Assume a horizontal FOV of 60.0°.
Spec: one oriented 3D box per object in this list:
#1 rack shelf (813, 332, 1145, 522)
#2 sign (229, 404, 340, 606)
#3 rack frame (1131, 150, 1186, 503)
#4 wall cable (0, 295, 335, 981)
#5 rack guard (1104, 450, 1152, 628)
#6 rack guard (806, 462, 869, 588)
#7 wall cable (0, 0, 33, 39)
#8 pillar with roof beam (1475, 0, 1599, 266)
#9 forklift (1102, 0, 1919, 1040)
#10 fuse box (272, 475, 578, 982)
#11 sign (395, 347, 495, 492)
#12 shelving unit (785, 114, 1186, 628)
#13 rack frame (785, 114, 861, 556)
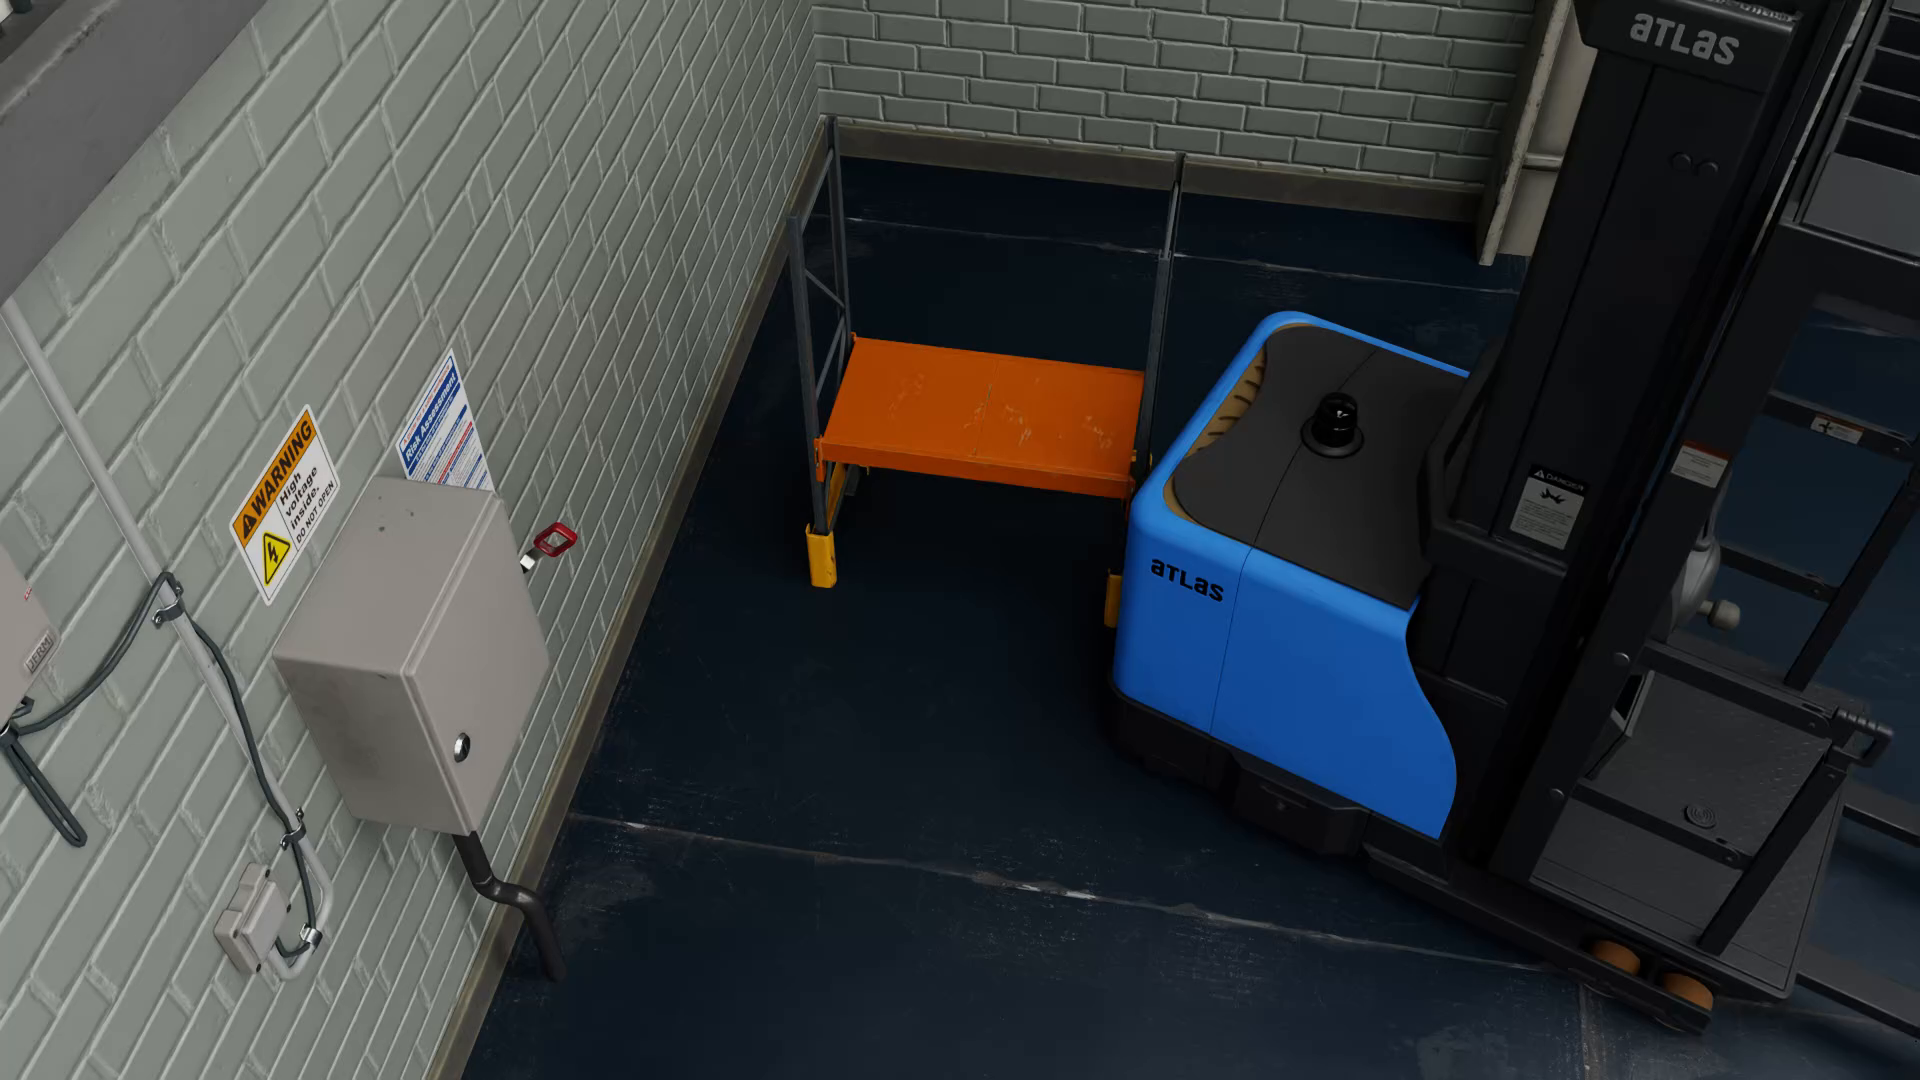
[{"bbox_3d":[0.084,-0.370,5.316,1.000,0.185,0.538,8,49,7],"label":"rack shelf"},{"bbox_3d":[-1.310,-0.070,3.241,0.001,0.242,0.339,8,49,7],"label":"sign"},{"bbox_3d":[0.584,-0.423,5.122,0.032,1.500,0.500,8,49,7],"label":"rack frame"},{"bbox_3d":[-1.373,0.332,2.752,0.122,1.984,0.588,8,49,7],"label":"wall cable"},{"bbox_3d":[0.565,-0.008,5.589,0.087,0.250,0.587,8,49,7],"label":"rack guard"},{"bbox_3d":[-0.415,-0.139,5.707,0.087,0.250,0.587,8,49,7],"label":"rack guard"},{"bbox_3d":[-1.039,-2.708,2.108,0.133,3.039,2.988,8,49,7],"label":"wall cable"},{"bbox_3d":[1.560,-1.064,0.656,0.400,9.000,9.100,8,49,7],"label":"pillar with roof beam"},{"bbox_3d":[1.969,-0.098,3.868,3.031,2.935,1.130,24,52,20],"label":"forklift"},{"bbox_3d":[-1.096,0.624,4.039,0.414,1.711,0.539,8,49,7],"label":"fuse box"},{"bbox_3d":[-1.212,-0.164,3.945,0.001,0.494,0.329,8,49,7],"label":"sign"},{"bbox_3d":[0.075,-0.491,5.183,1.083,1.500,0.587,8,49,7],"label":"shelving unit"},{"bbox_3d":[-0.416,-0.557,5.242,0.032,1.500,0.500,8,49,7],"label":"rack frame"}]
